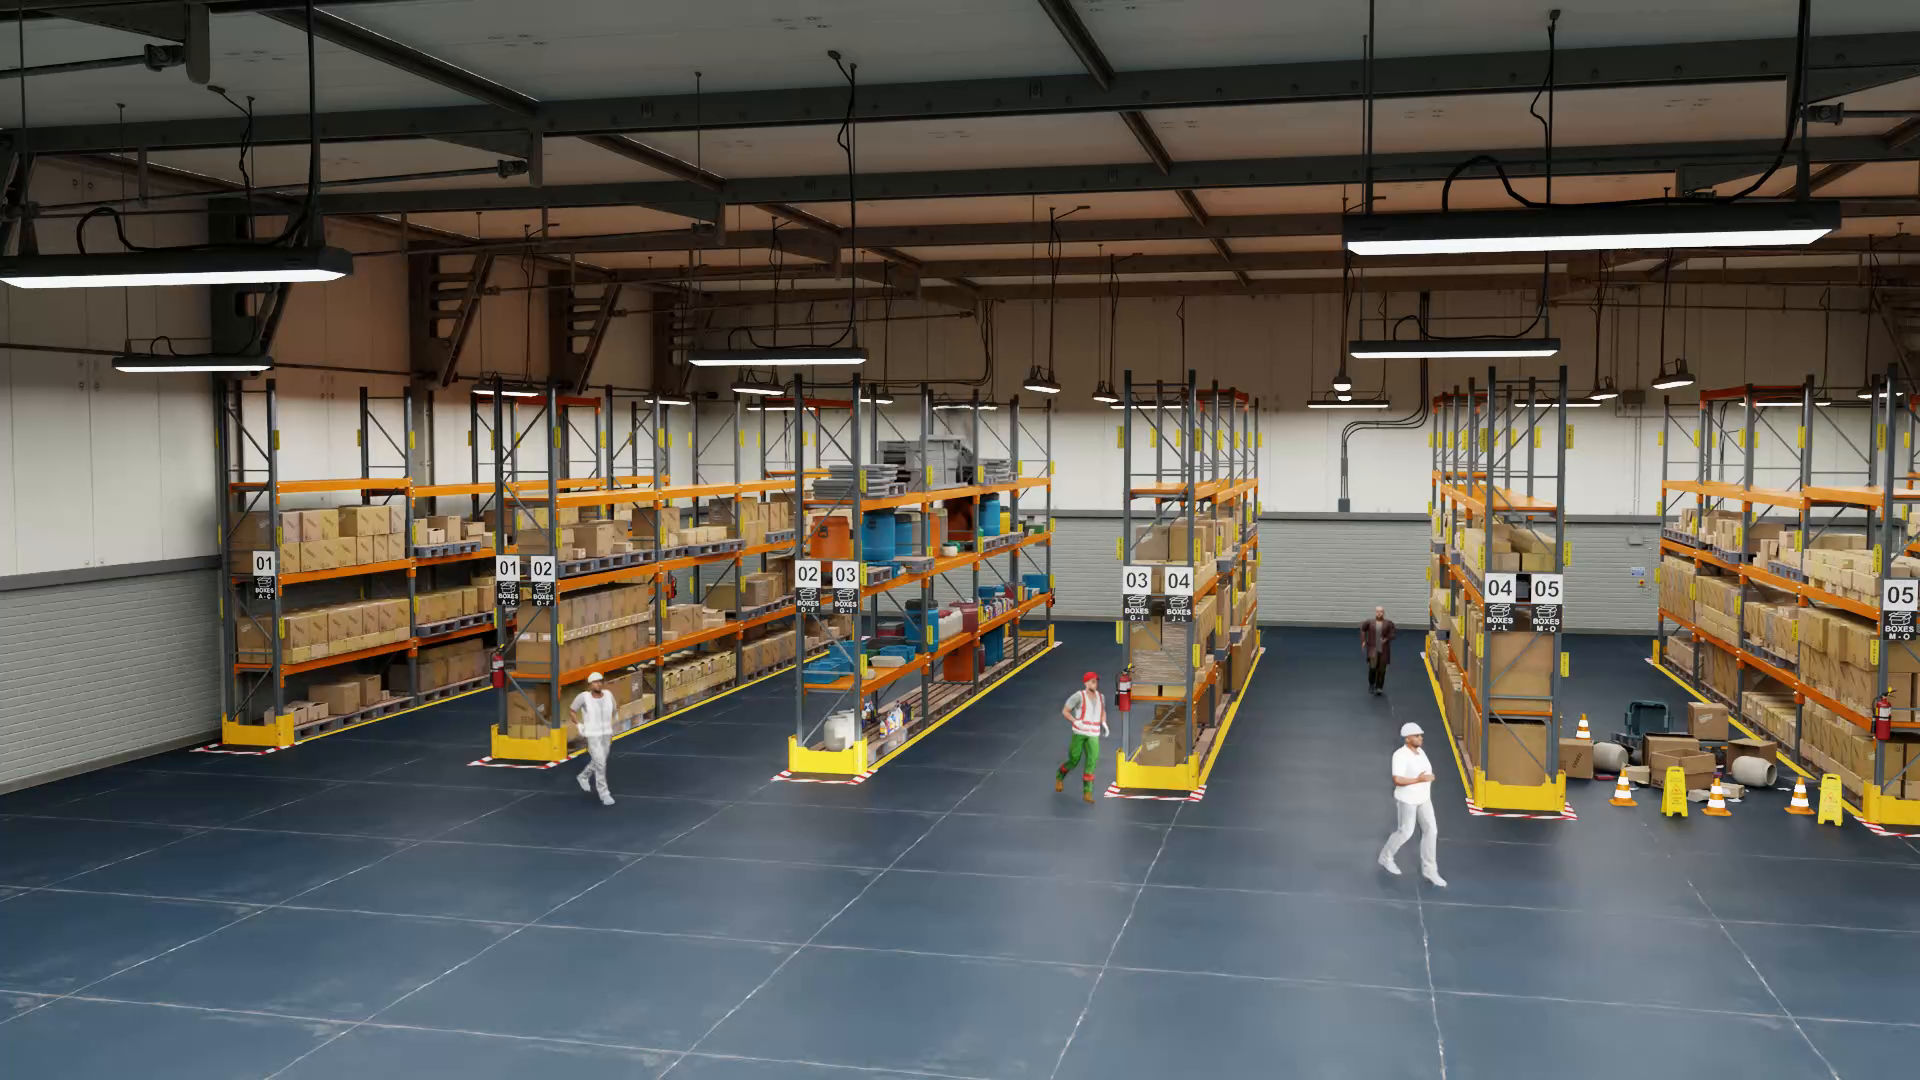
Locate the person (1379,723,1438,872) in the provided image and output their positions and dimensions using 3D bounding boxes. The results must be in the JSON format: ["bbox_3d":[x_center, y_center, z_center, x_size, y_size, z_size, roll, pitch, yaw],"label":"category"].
[{"bbox_3d":[5.112,2.904,18.845,0.682,1.677,0.754,-3,4,-39],"label":"person"}]

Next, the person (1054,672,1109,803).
[{"bbox_3d":[1.743,2.587,23.278,0.716,1.510,0.765,-1,4,-20],"label":"person"}]

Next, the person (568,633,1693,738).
[{"bbox_3d":[8.117,2.206,31.747,31.515,1.800,8.261,-3,5,-45],"label":"person"}]

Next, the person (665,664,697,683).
[{"bbox_3d":[4.538,2.653,20.855,17.256,1.290,24.300,0,3,-8],"label":"person"}]

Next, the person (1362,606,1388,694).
[{"bbox_3d":[8.175,2.166,32.509,0.657,1.740,0.692,1,3,11],"label":"person"}]
